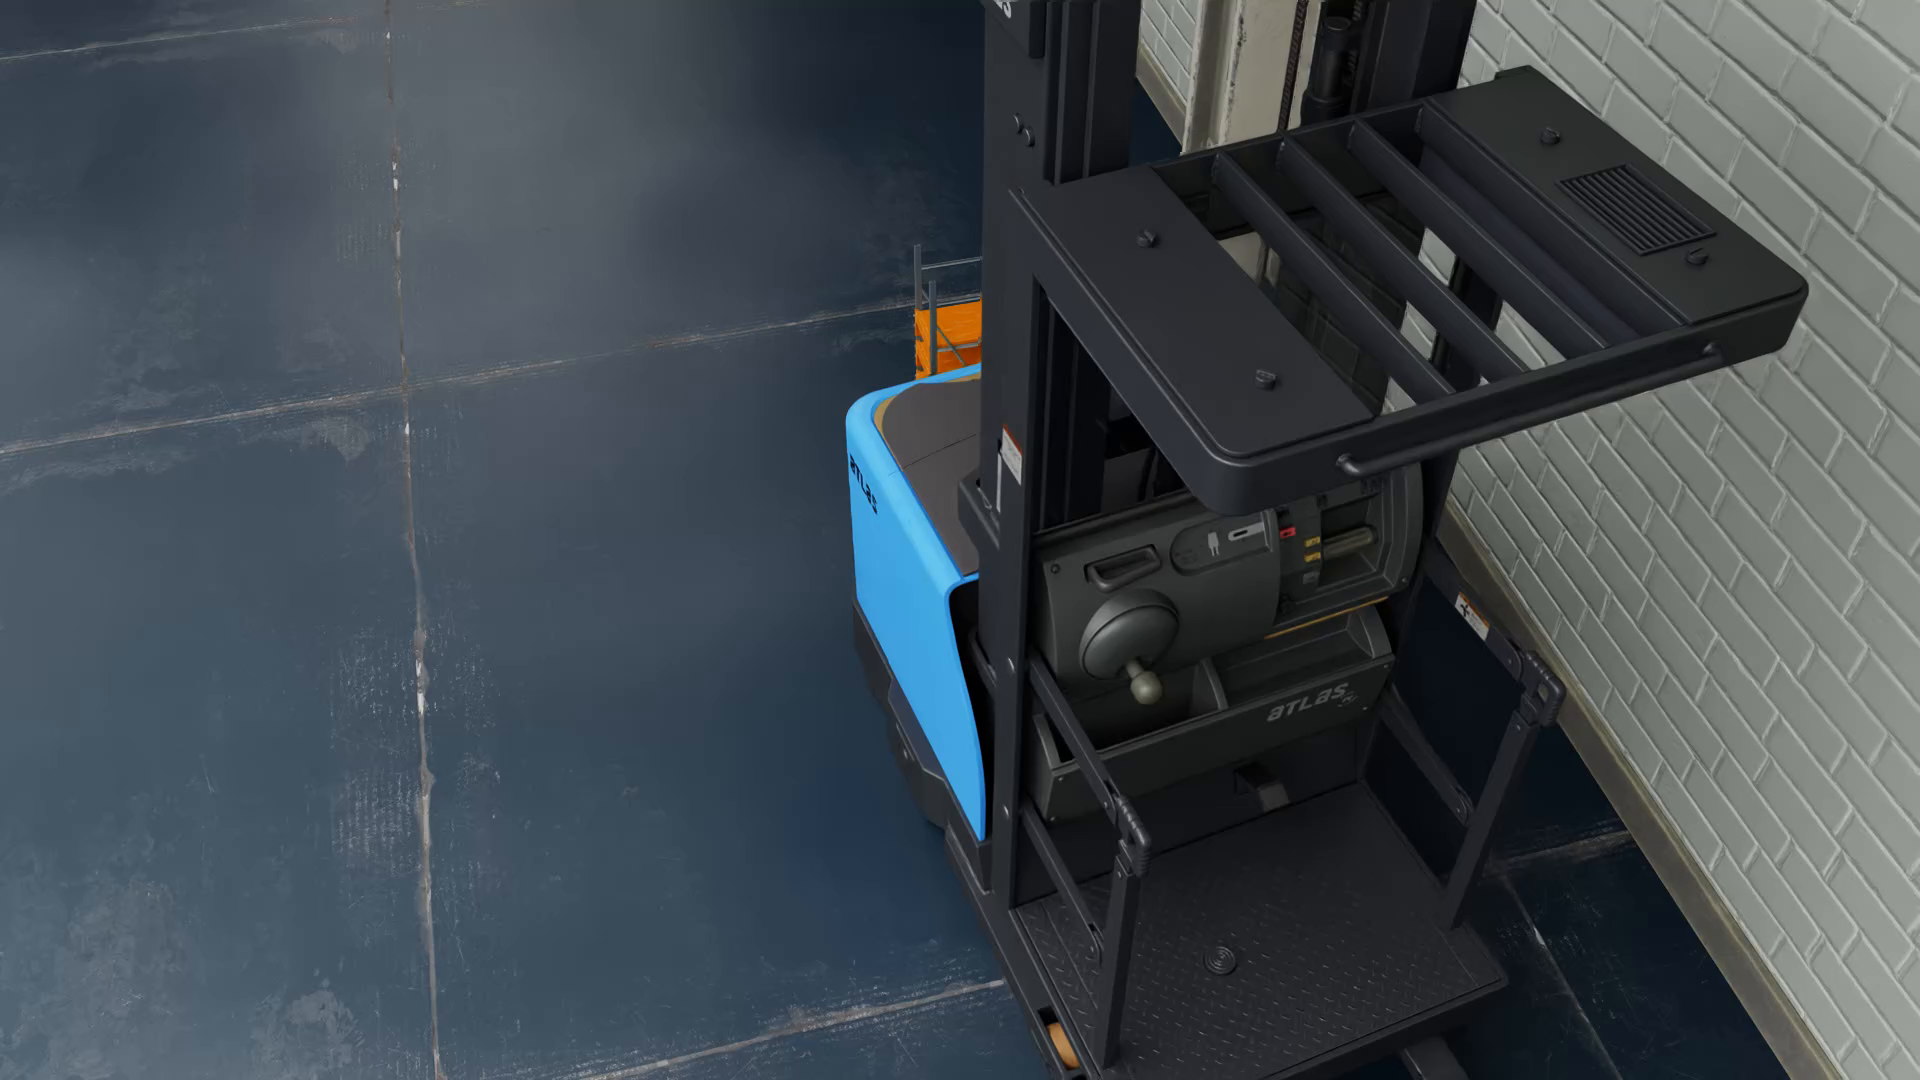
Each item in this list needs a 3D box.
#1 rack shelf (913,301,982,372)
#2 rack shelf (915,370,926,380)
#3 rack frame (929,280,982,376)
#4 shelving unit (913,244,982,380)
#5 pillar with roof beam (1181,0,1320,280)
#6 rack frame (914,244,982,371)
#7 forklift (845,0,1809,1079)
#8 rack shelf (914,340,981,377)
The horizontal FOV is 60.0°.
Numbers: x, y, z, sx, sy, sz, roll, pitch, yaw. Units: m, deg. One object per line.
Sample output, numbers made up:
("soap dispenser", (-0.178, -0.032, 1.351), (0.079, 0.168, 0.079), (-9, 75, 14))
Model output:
("rack shelf", (0.004, -0.631, 5.086), (0.258, 0.103, 0.180), (-11, 47, -10))
("rack shelf", (0.004, -0.463, 5.258), (0.258, 0.103, 0.180), (-11, 47, -10))
("rack frame", (0.027, -0.347, 5.250), (0.240, 1.200, 0.006), (-11, 47, -10))
("shelving unit", (0.004, -0.410, 5.312), (0.258, 1.200, 0.189), (-11, 47, -10))
("pillar with roof beam", (-3.067, -3.552, 2.930), (9.100, 9.000, 0.400), (-11, 47, -10))
("rack frame", (-0.020, -0.473, 5.374), (0.240, 1.200, 0.006), (-11, 47, -10))
("forklift", (0.700, 0.168, 3.533), (1.130, 2.935, 3.031), (-17, 48, -16))
("rack shelf", (0.004, -0.547, 5.172), (0.258, 0.103, 0.180), (-11, 47, -10))
